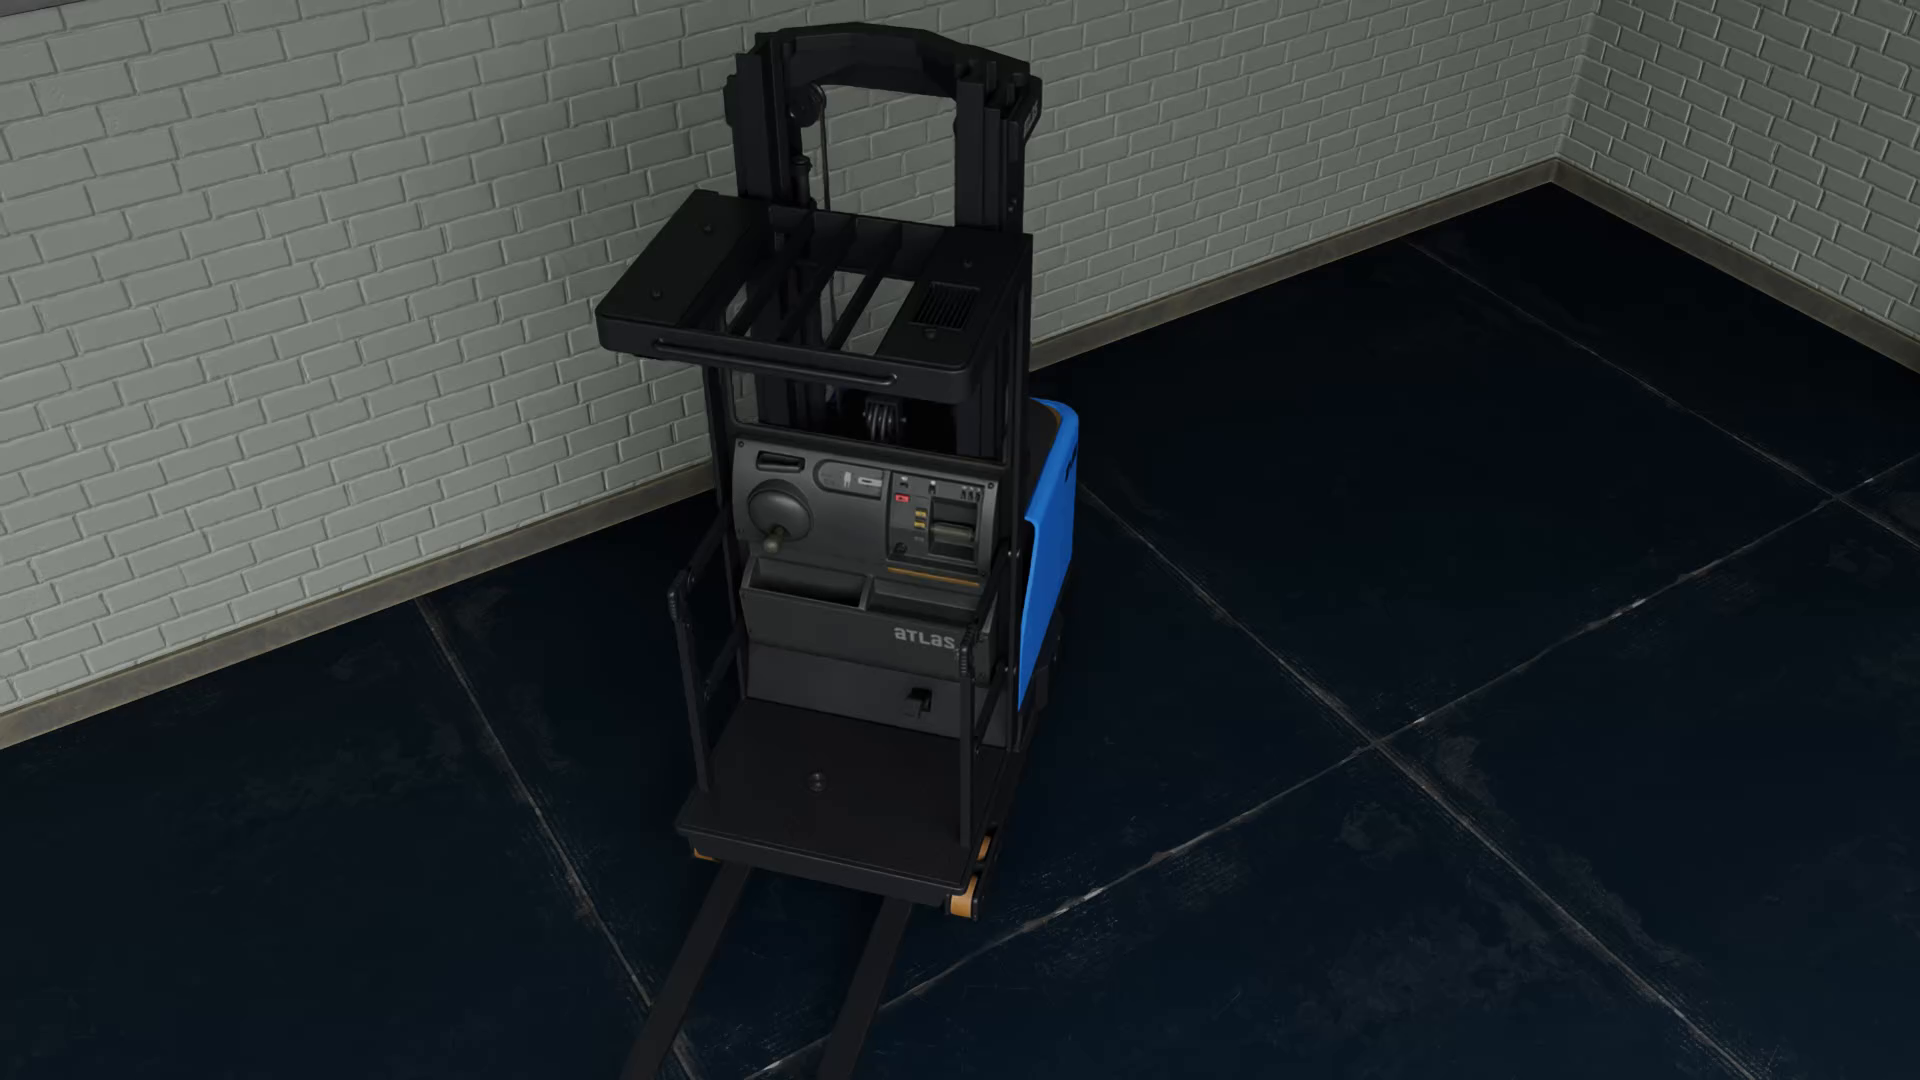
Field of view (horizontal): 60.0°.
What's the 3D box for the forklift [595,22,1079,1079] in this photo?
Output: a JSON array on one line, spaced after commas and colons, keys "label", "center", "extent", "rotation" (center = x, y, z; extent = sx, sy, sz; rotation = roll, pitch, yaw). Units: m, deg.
[{"label": "forklift", "center": [-0.384, -0.026, 5.491], "extent": [1.130, 2.935, 3.031], "rotation": [10, 41, 12]}]
